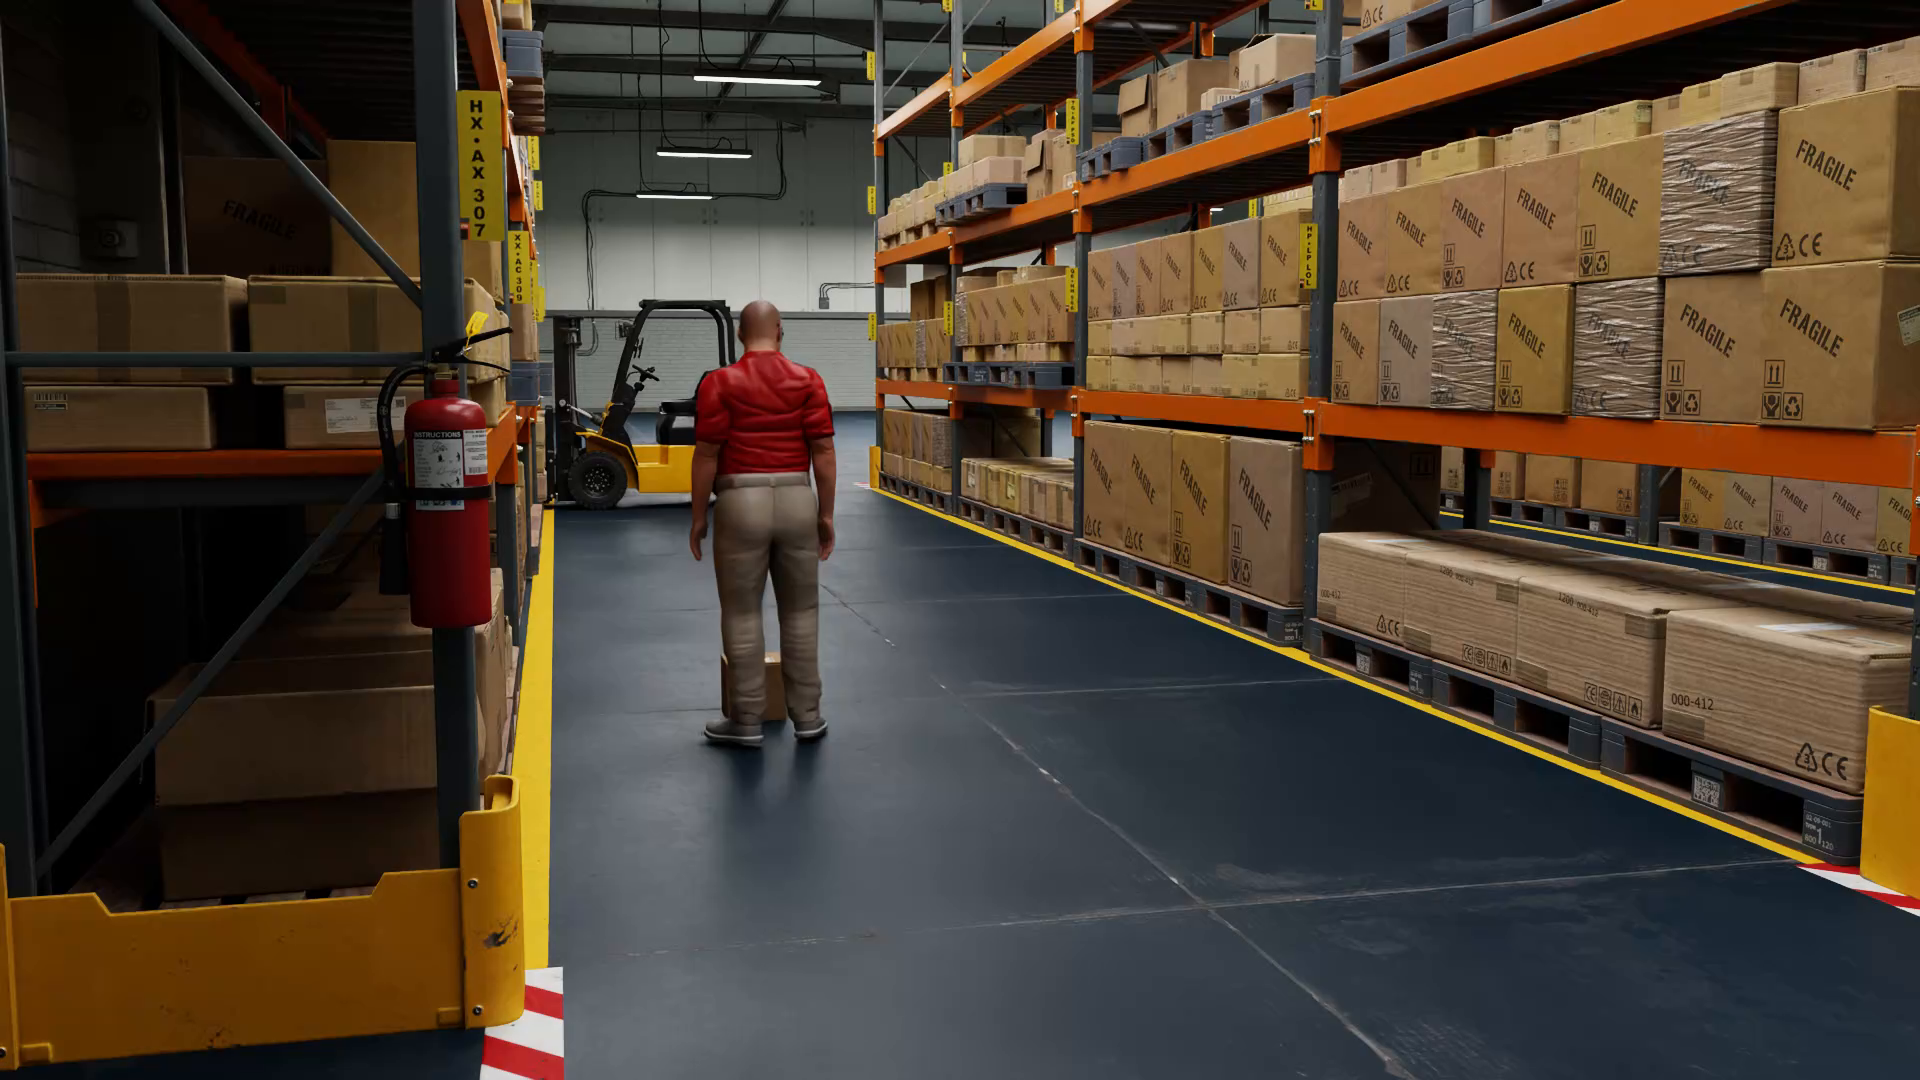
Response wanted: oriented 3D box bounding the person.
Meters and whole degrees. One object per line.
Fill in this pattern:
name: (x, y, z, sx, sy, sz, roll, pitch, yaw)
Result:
person: (-0.775, -0.072, 6.540, 0.559, 1.731, 0.358, -2, 6, -20)
